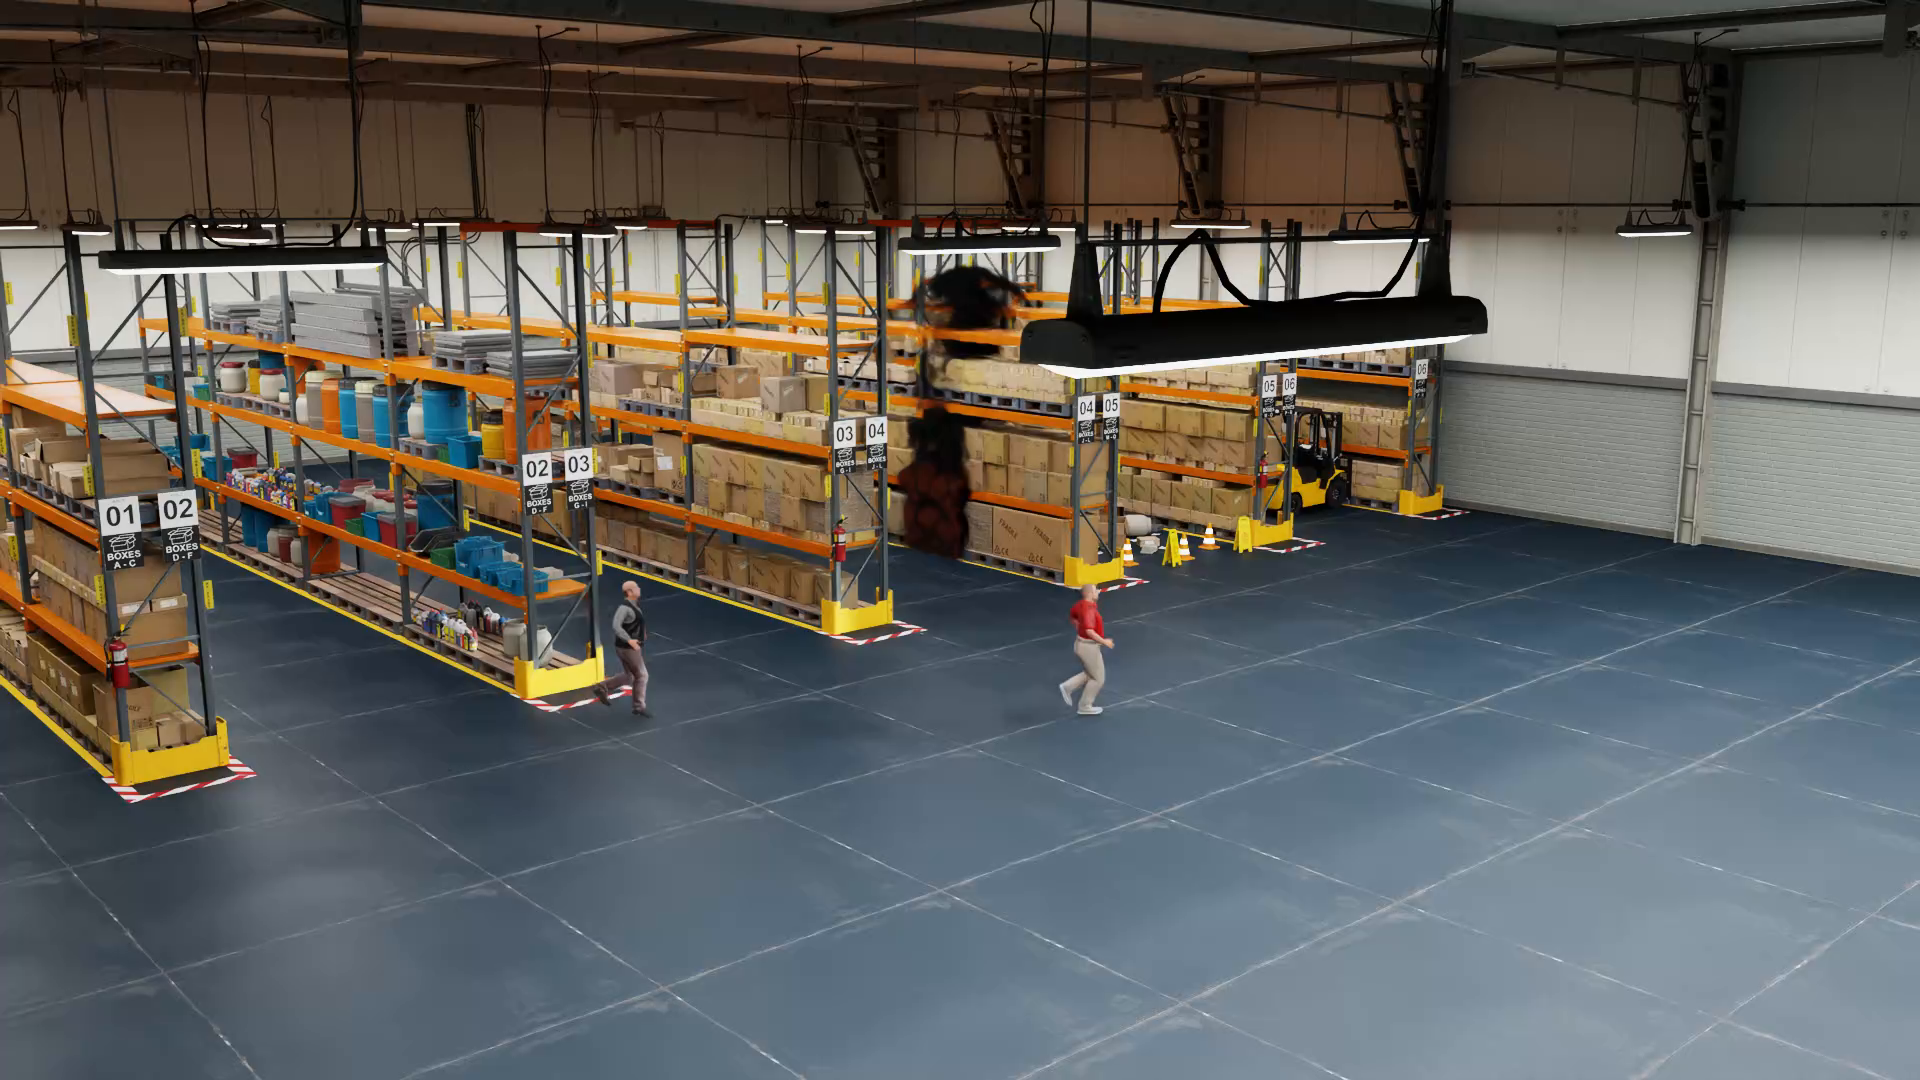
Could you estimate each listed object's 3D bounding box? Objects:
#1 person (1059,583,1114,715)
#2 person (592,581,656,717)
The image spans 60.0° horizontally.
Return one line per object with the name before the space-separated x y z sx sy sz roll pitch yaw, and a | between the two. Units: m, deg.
person | 1.584 1.358 20.866 0.630 1.671 0.713 -2 12 -11
person | -4.231 1.355 20.864 0.790 1.732 0.671 -1 11 -4
